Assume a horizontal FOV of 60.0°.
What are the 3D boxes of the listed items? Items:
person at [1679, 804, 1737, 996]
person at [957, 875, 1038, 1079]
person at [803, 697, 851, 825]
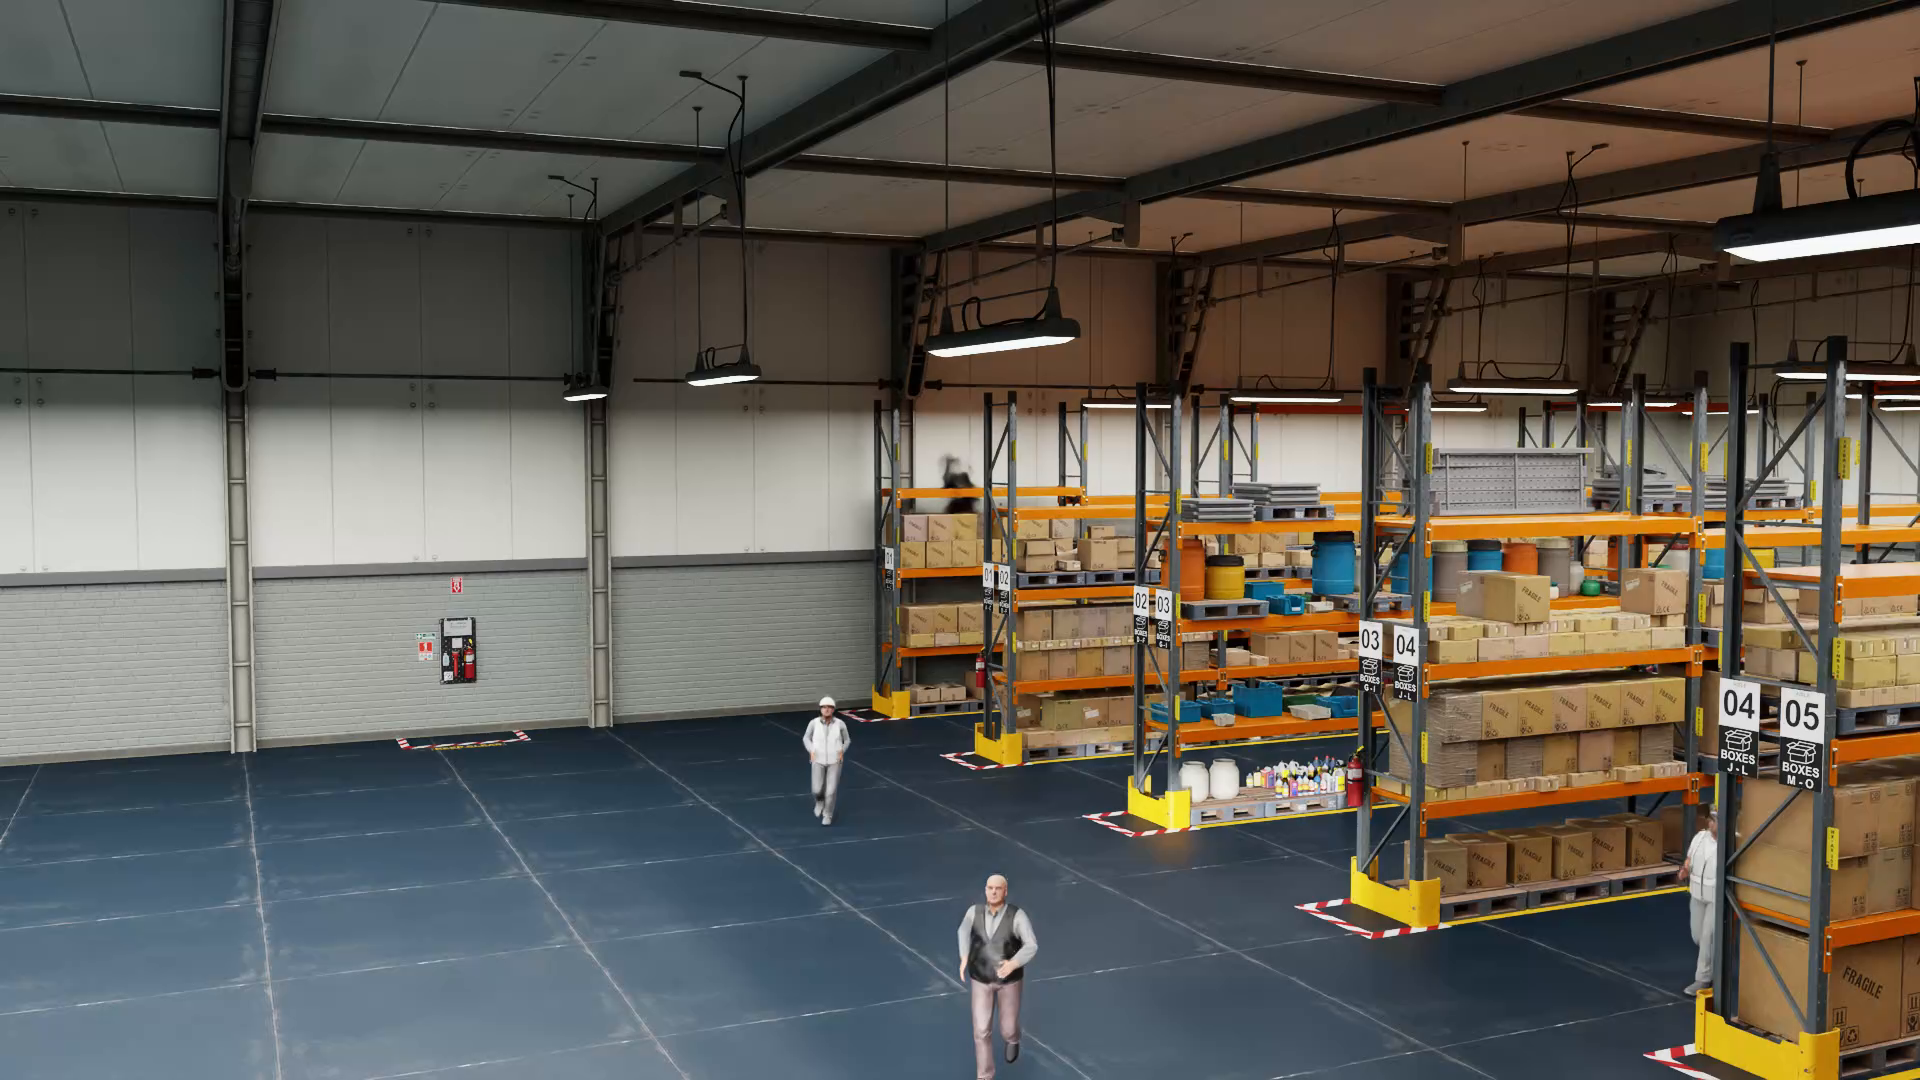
[{"bbox_3d":[7.123,3.355,15.700,0.922,1.748,0.666,-2,4,-34],"label":"person"},{"bbox_3d":[0.287,3.524,13.340,0.684,1.699,0.908,1,3,12],"label":"person"},{"bbox_3d":[-1.801,2.987,22.511,0.643,1.726,0.576,0,3,-4],"label":"person"}]
